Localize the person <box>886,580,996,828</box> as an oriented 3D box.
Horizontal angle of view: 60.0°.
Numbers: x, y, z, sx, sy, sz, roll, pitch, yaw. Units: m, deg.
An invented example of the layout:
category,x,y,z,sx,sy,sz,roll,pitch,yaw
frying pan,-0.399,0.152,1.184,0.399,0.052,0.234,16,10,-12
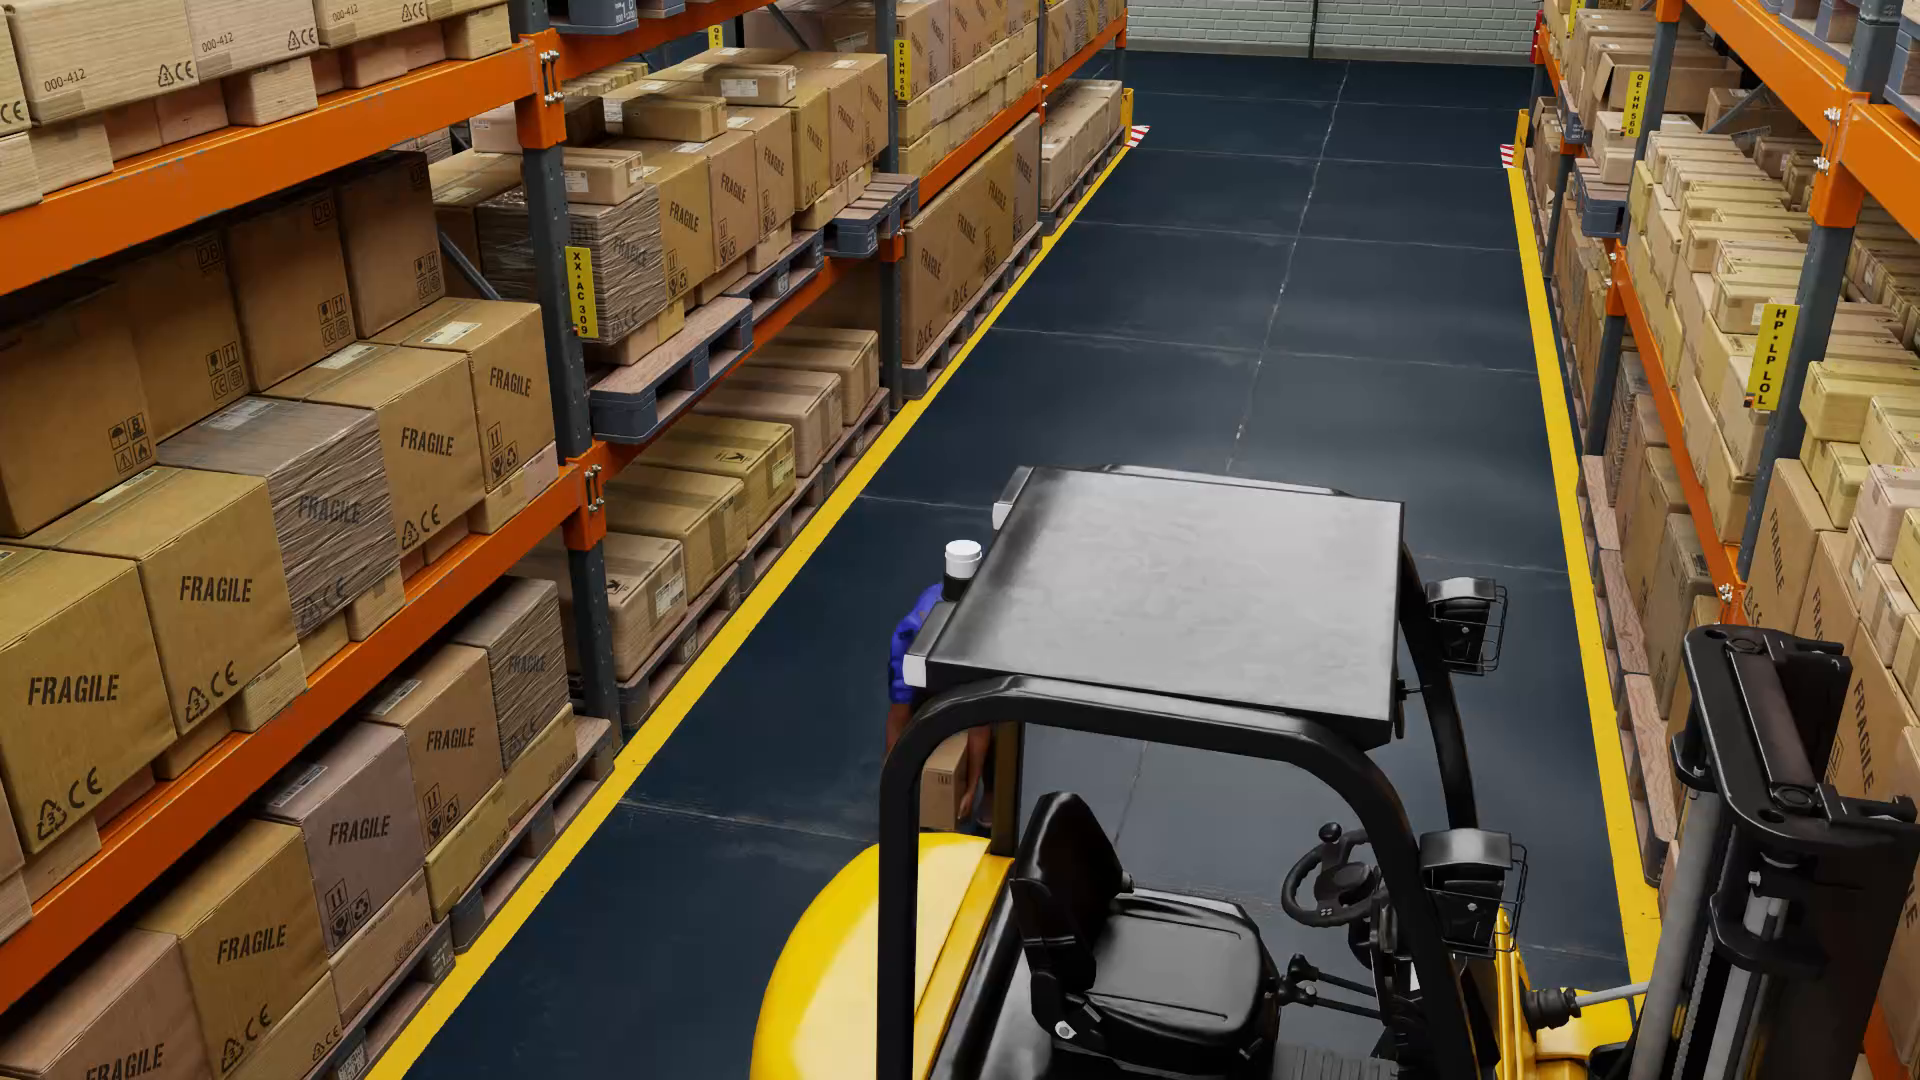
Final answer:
category,x,y,z,sx,sy,sz,roll,pitch,yaw
person,-0.022,0.617,6.034,0.451,1.048,0.857,5,26,11
